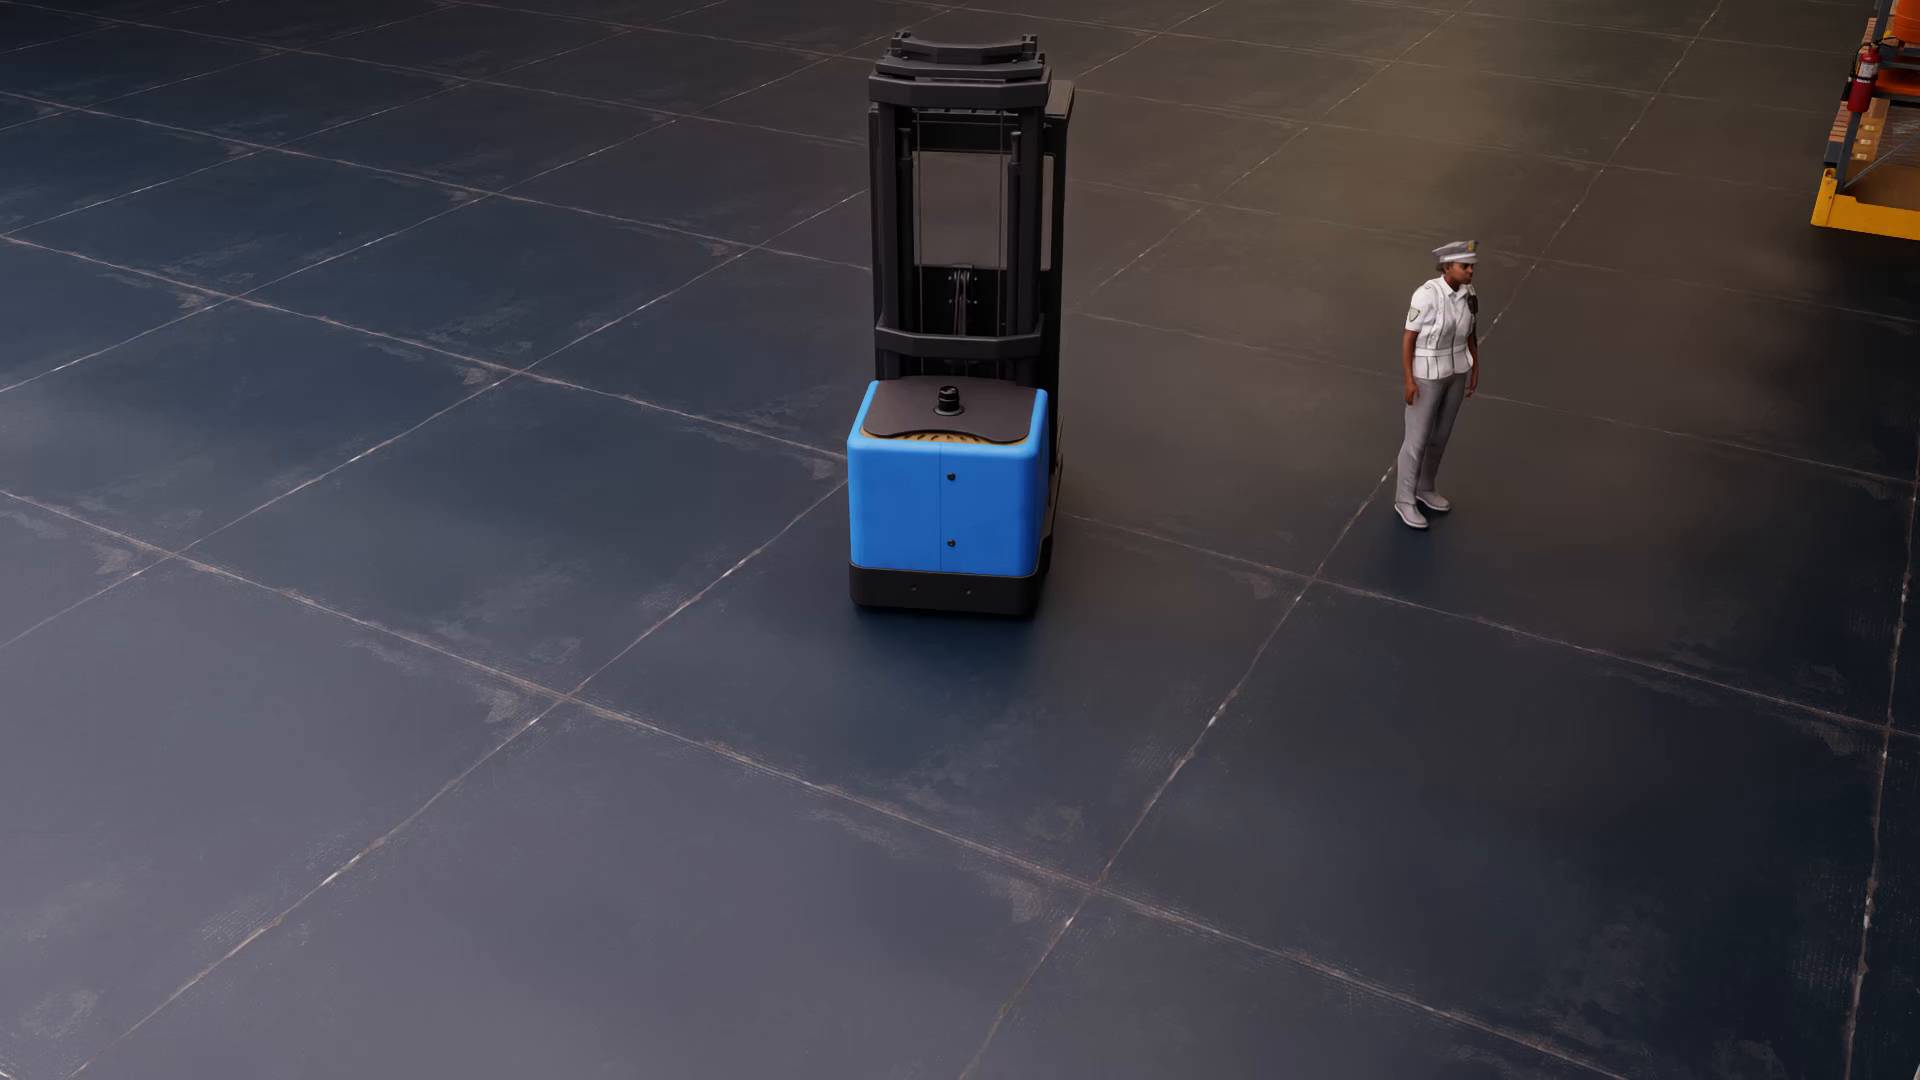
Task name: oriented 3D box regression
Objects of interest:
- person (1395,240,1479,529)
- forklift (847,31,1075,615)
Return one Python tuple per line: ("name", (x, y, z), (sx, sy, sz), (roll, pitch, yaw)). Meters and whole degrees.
("person", (2.905, -0.959, 9.957), (0.563, 1.696, 0.530), (-13, 33, -22))
("forklift", (0.072, -1.572, 9.794), (1.130, 2.935, 3.031), (3, 30, 6))
